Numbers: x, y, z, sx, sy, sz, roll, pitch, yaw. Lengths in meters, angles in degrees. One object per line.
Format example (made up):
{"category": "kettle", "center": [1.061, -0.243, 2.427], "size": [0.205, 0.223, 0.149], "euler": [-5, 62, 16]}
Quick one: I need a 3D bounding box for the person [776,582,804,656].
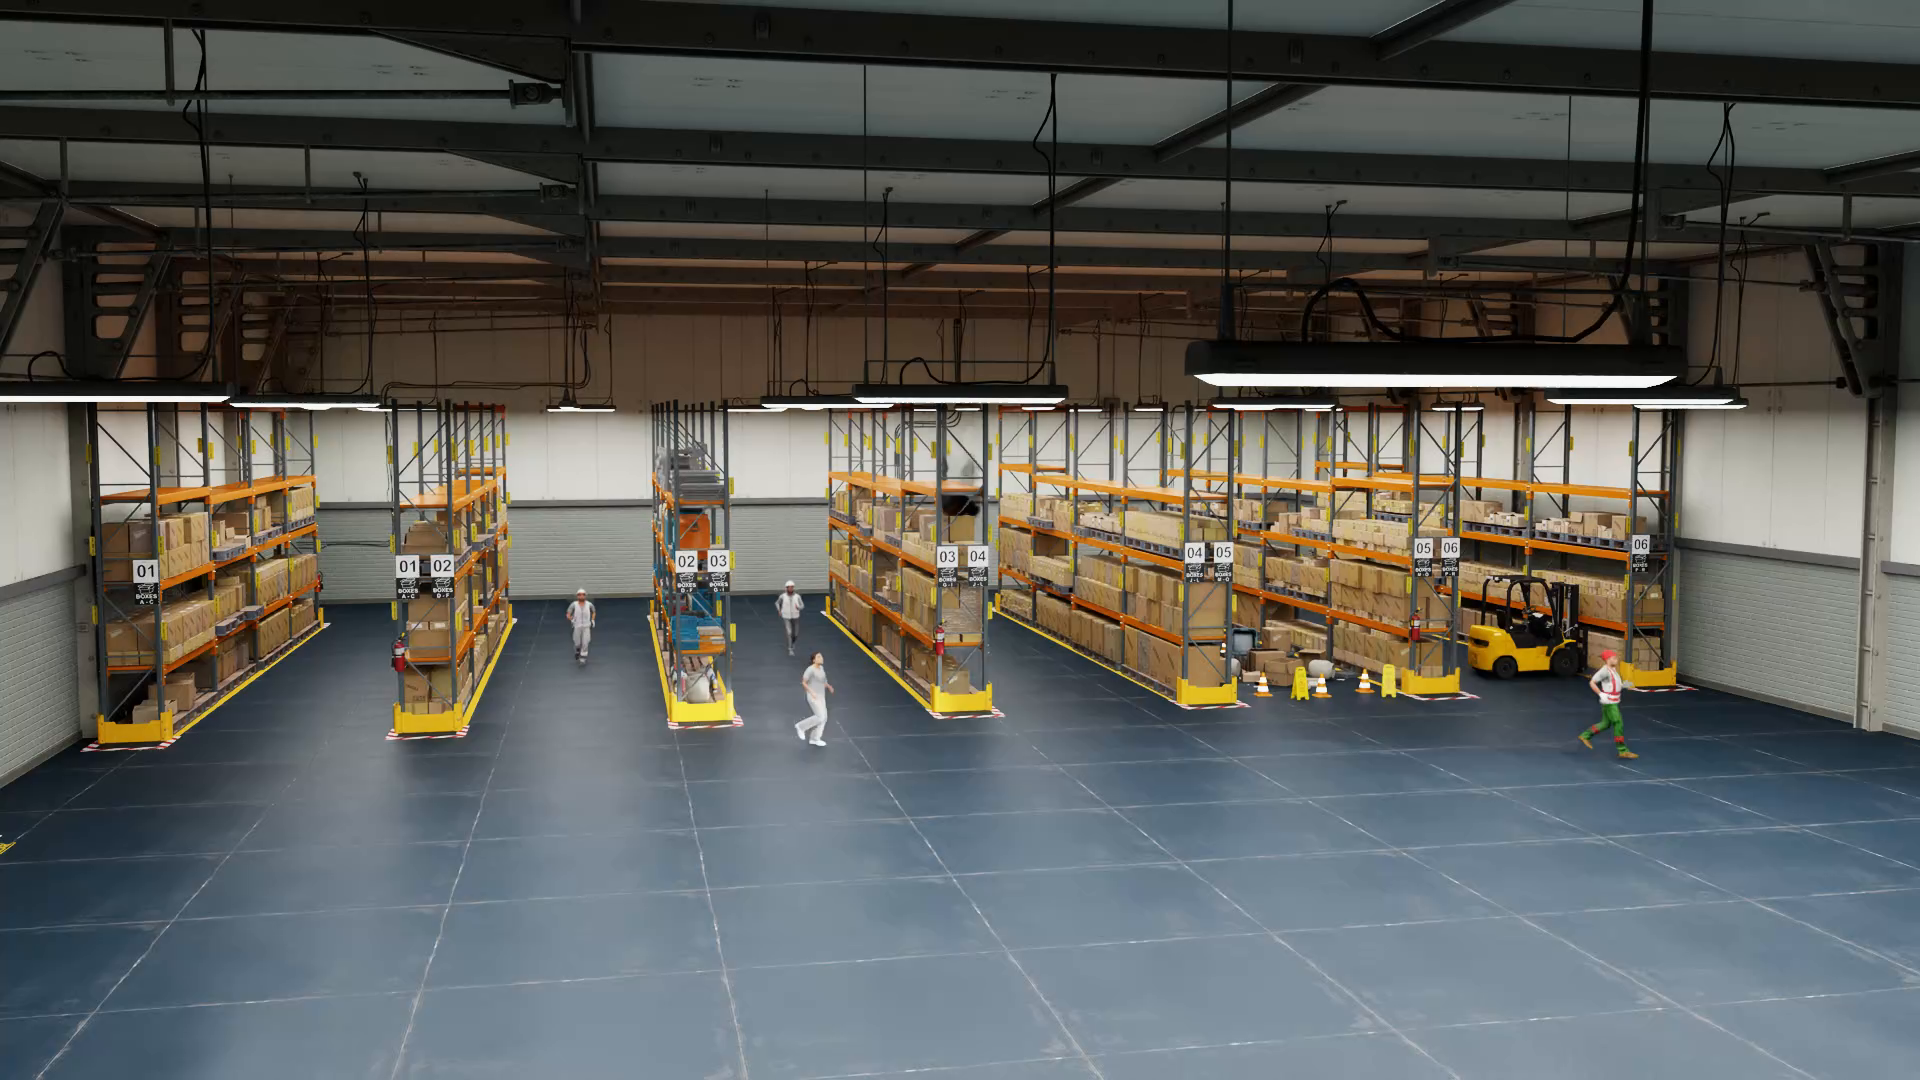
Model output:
{"category": "person", "center": [-4.043, 1.866, 39.637], "size": [0.664, 1.744, 0.854], "euler": [-1, 4, -16]}

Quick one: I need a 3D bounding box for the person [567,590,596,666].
{"category": "person", "center": [-8.617, 1.993, 37.918], "size": [0.642, 1.739, 0.584], "euler": [-1, 5, -18]}

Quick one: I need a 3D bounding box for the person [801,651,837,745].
{"category": "person", "center": [-2.429, 2.742, 28.850], "size": [0.584, 1.630, 0.556], "euler": [2, 5, 26]}

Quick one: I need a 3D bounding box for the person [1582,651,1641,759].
{"category": "person", "center": [10.870, 2.731, 27.731], "size": [0.977, 1.768, 0.666], "euler": [3, 5, 34]}
